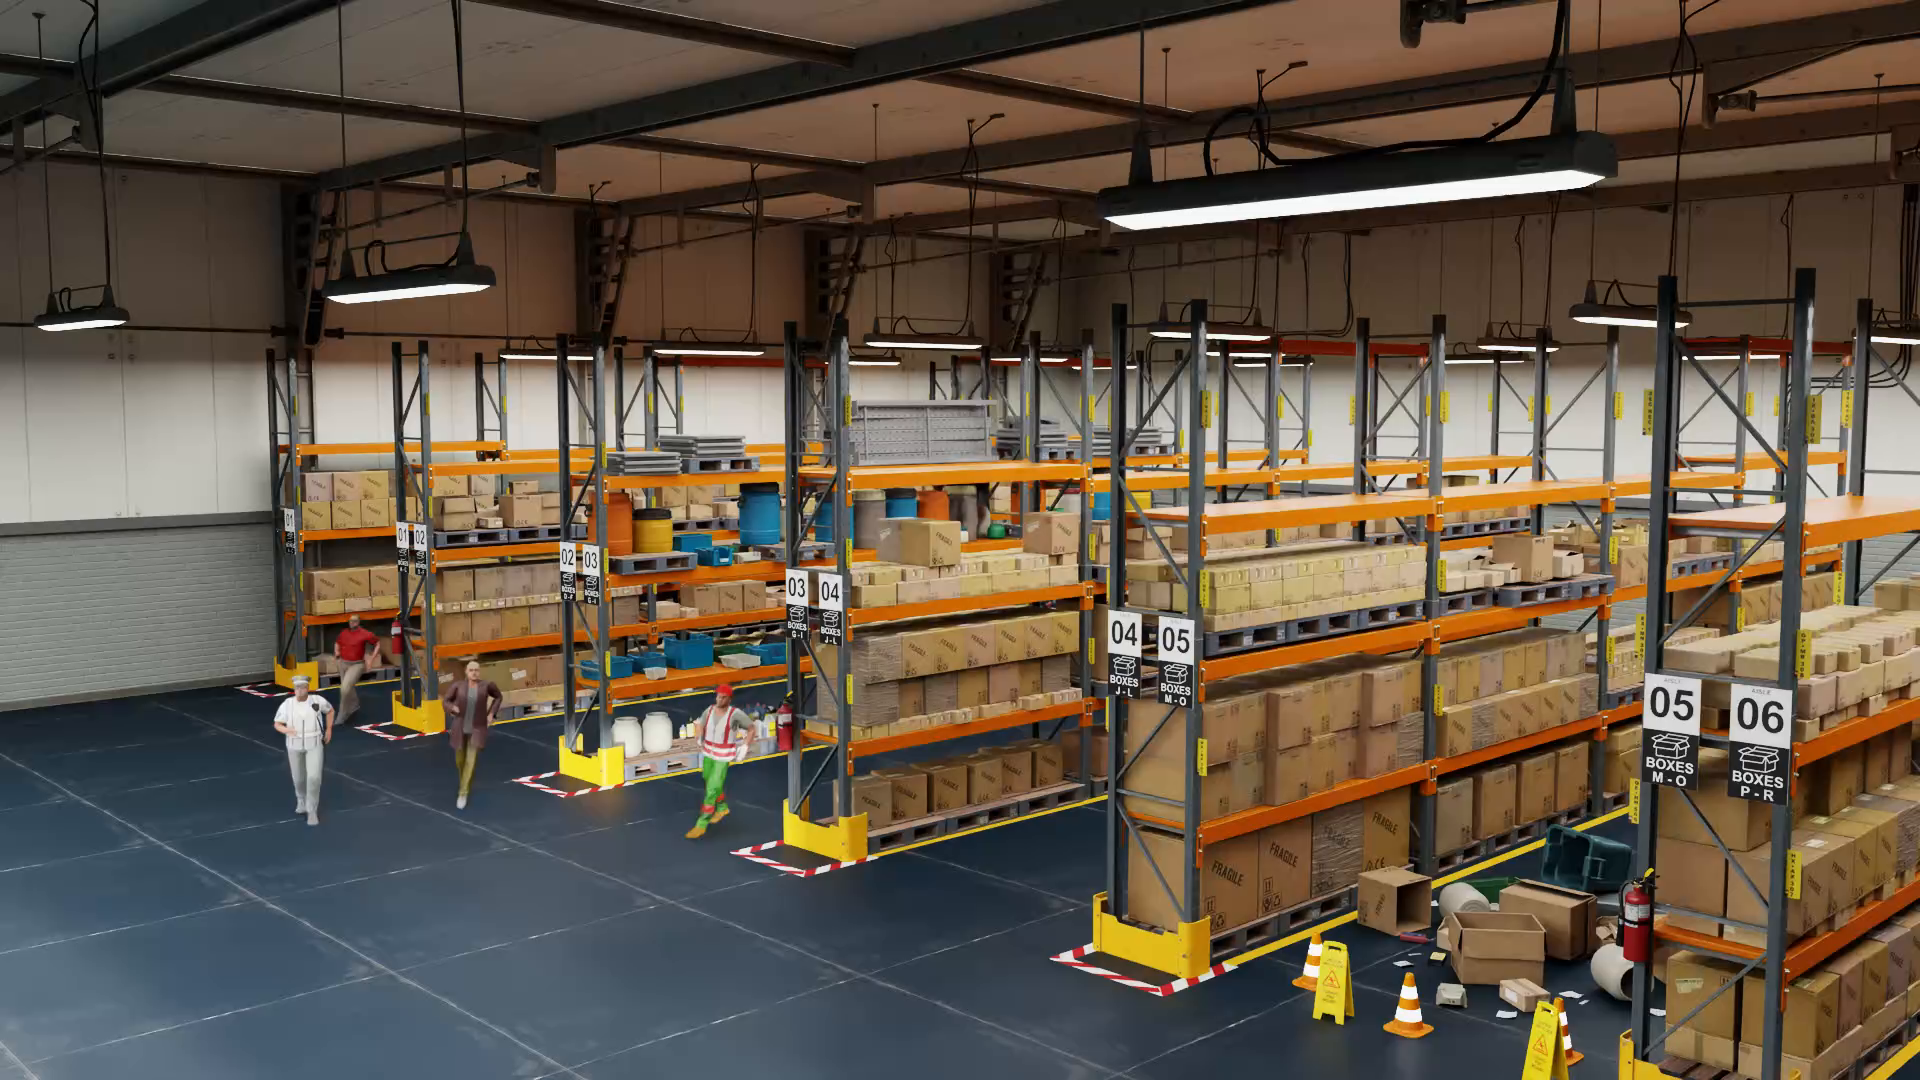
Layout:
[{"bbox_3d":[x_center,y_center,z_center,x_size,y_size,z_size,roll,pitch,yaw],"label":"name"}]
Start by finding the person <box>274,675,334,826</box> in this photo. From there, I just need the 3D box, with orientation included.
[{"bbox_3d":[-7.994,2.543,20.284,0.663,1.844,0.788,-1,5,-15],"label":"person"}]

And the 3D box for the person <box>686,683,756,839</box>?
[{"bbox_3d":[-2.824,2.561,19.521,0.719,1.770,0.907,3,6,27],"label":"person"}]

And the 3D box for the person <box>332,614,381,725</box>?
[{"bbox_3d":[-9.641,2.045,26.420,0.738,1.762,0.798,2,5,20],"label":"person"}]

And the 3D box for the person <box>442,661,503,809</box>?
[{"bbox_3d":[-6.238,2.444,21.261,0.721,1.801,1.006,-1,5,-6],"label":"person"}]
